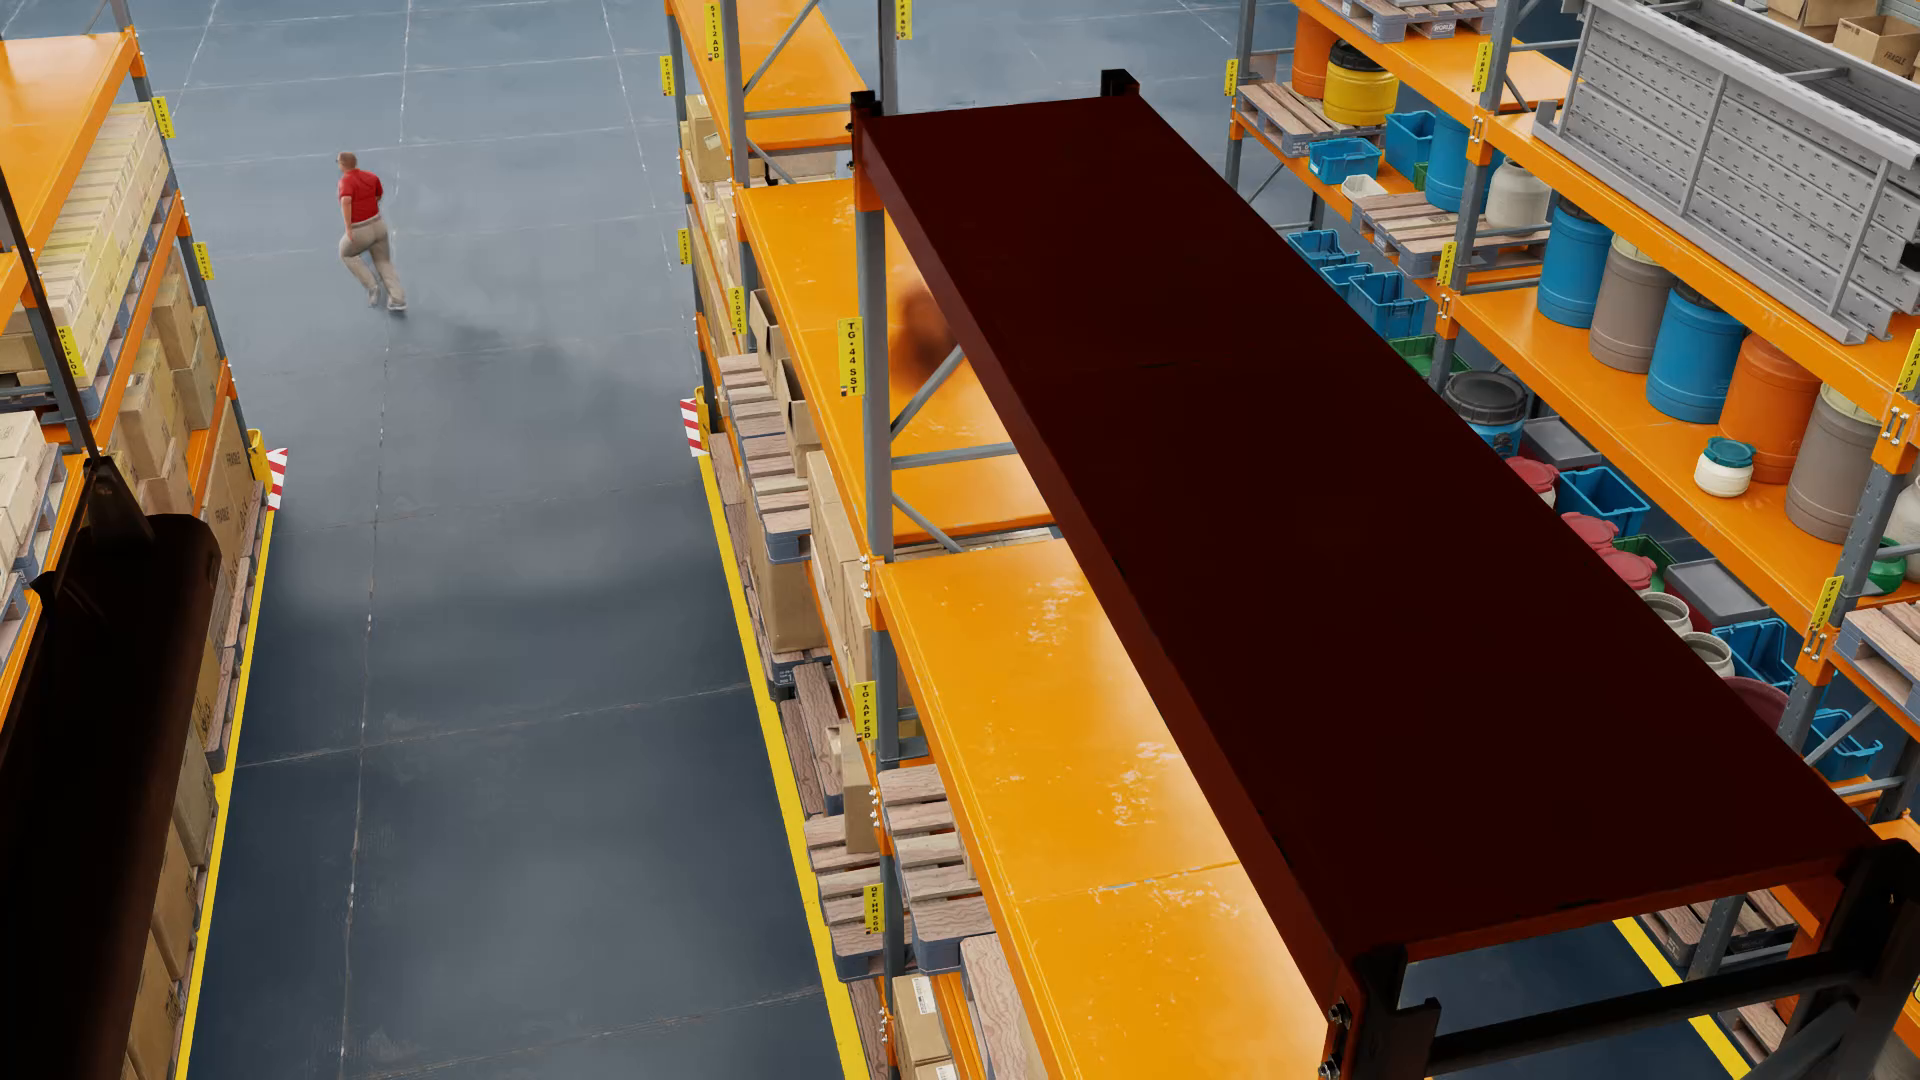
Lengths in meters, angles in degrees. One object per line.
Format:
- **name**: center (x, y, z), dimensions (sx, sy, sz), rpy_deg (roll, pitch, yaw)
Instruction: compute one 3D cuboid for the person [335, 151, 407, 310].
- **person**: center (-6.169, -3.176, 17.221), dimensions (0.816, 1.716, 0.694), rpy_deg (20, 39, 27)
